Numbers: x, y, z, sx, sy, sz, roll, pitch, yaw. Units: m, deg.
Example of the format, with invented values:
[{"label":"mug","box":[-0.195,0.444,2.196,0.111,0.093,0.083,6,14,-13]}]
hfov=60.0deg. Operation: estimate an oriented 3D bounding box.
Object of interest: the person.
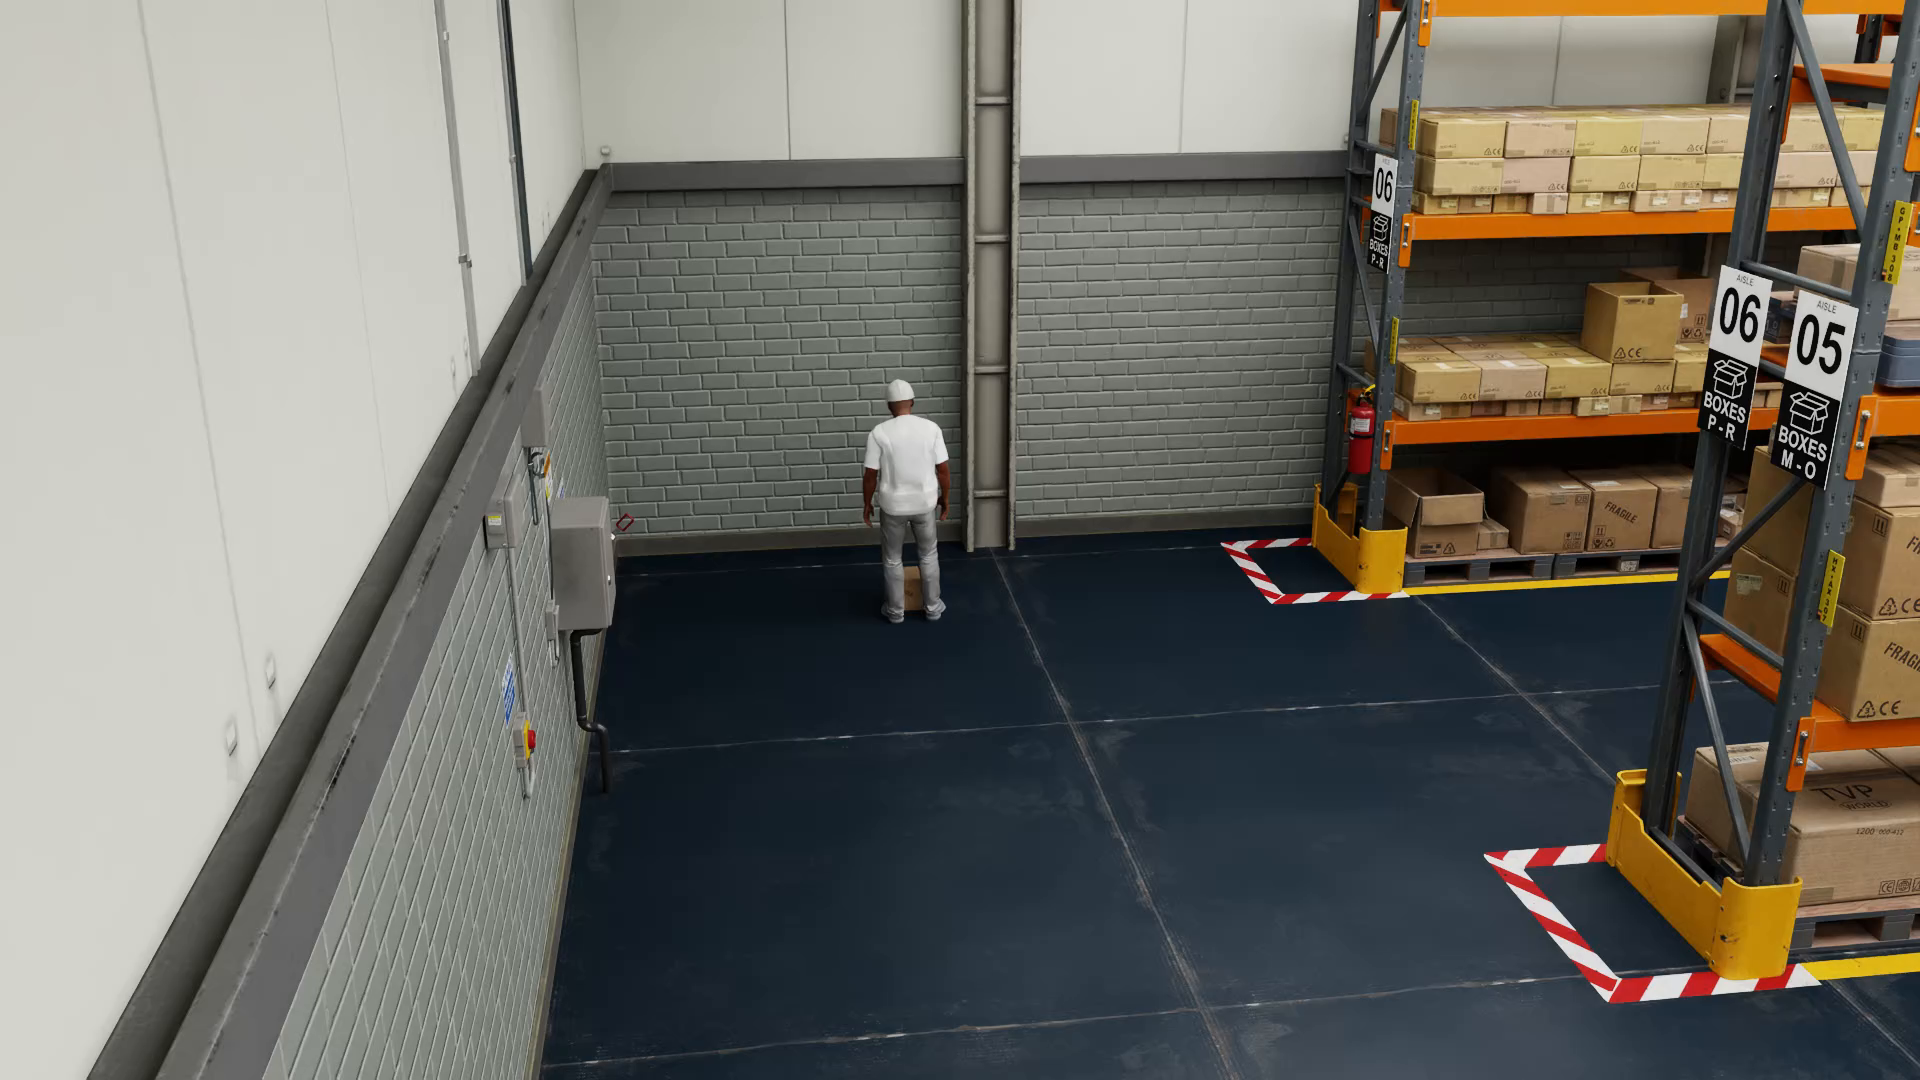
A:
[{"label":"person","box":[-0.382,-0.270,11.796,0.632,1.759,0.462,-4,20,-11]}]
